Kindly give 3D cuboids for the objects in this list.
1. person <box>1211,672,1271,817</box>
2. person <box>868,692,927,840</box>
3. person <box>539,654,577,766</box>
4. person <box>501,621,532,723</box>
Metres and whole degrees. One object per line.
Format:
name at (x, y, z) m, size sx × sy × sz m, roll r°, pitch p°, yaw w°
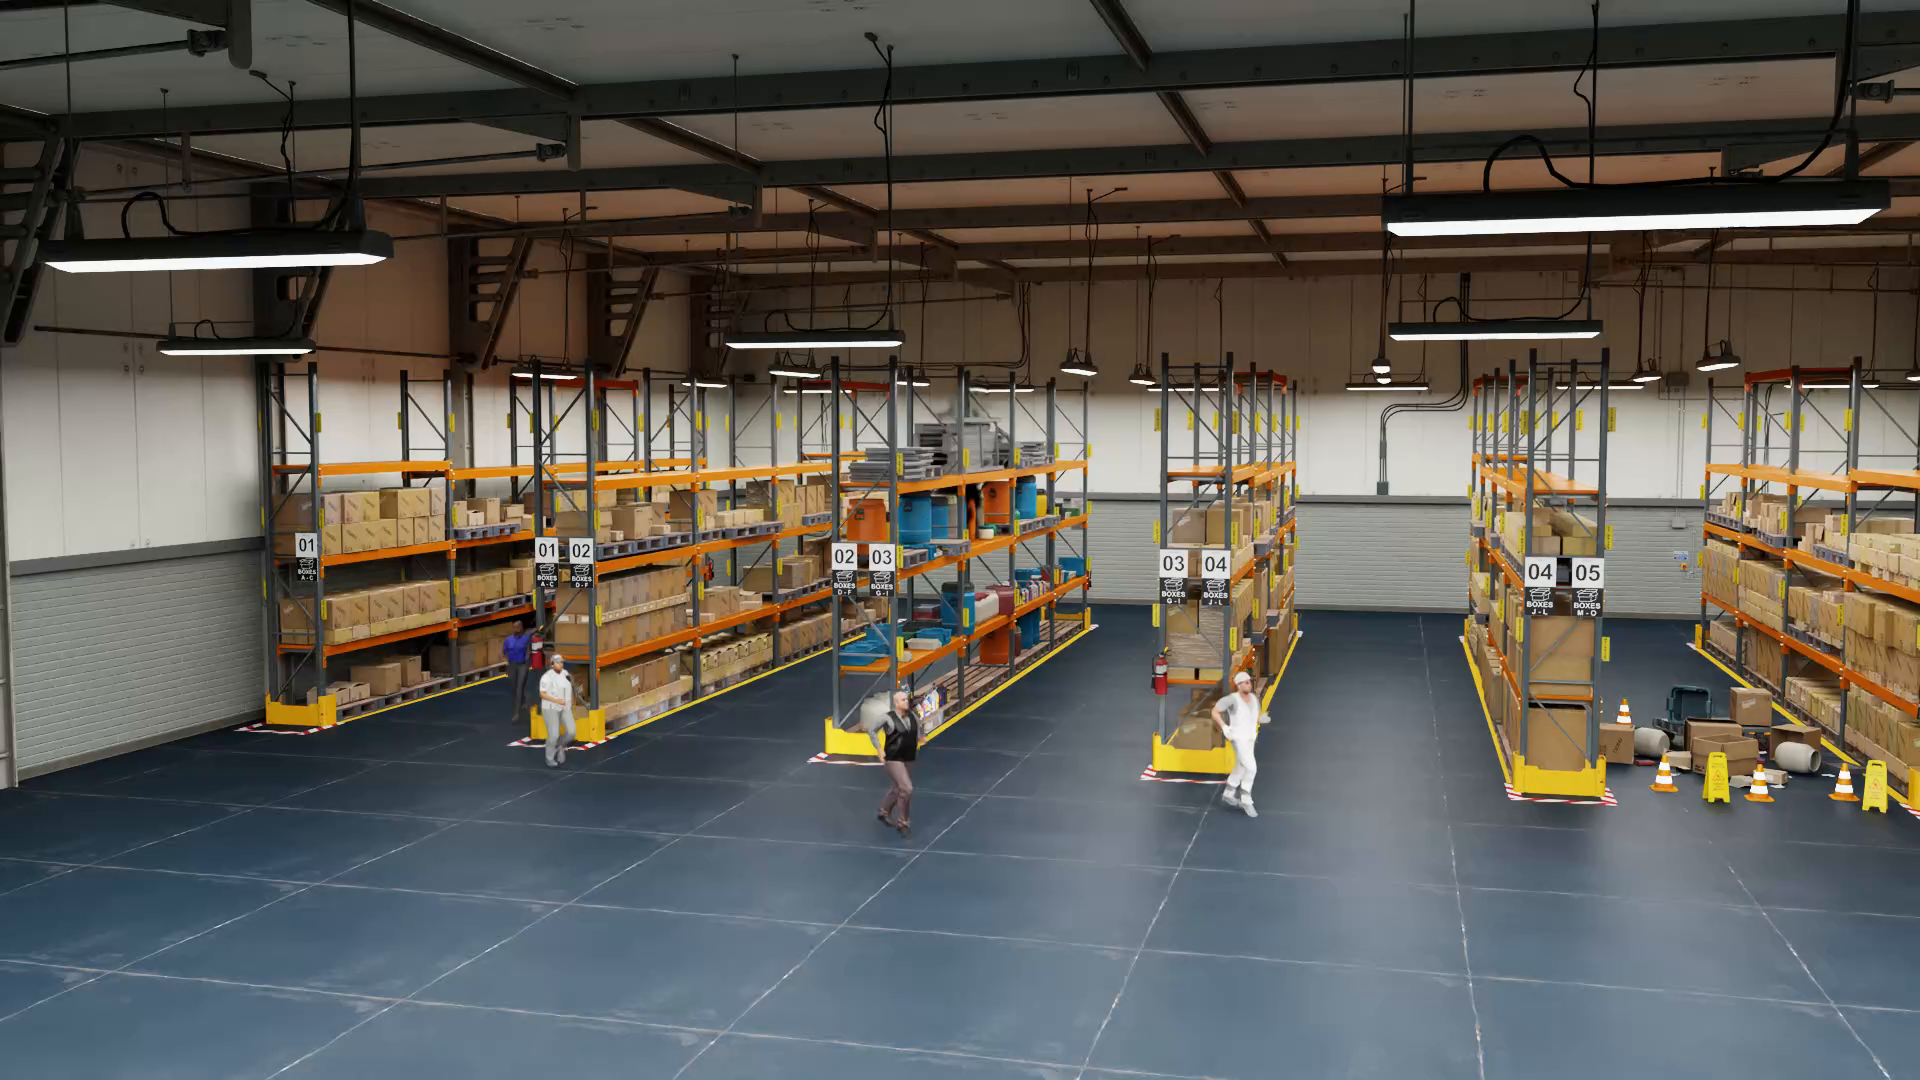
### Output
person at (3.634, 2.610, 21.354) m, size 0.645 × 1.837 × 0.727 m, roll -3°, pitch 5°, yaw -40°
person at (-0.734, 2.728, 20.272) m, size 0.783 × 1.782 × 0.642 m, roll 3°, pitch 5°, yaw 40°
person at (-5.828, 2.478, 24.269) m, size 0.594 × 1.636 × 0.644 m, roll 4°, pitch 5°, yaw 43°
person at (-7.446, 2.188, 28.059) m, size 0.579 × 1.657 × 0.923 m, roll 0°, pitch 4°, yaw 3°
